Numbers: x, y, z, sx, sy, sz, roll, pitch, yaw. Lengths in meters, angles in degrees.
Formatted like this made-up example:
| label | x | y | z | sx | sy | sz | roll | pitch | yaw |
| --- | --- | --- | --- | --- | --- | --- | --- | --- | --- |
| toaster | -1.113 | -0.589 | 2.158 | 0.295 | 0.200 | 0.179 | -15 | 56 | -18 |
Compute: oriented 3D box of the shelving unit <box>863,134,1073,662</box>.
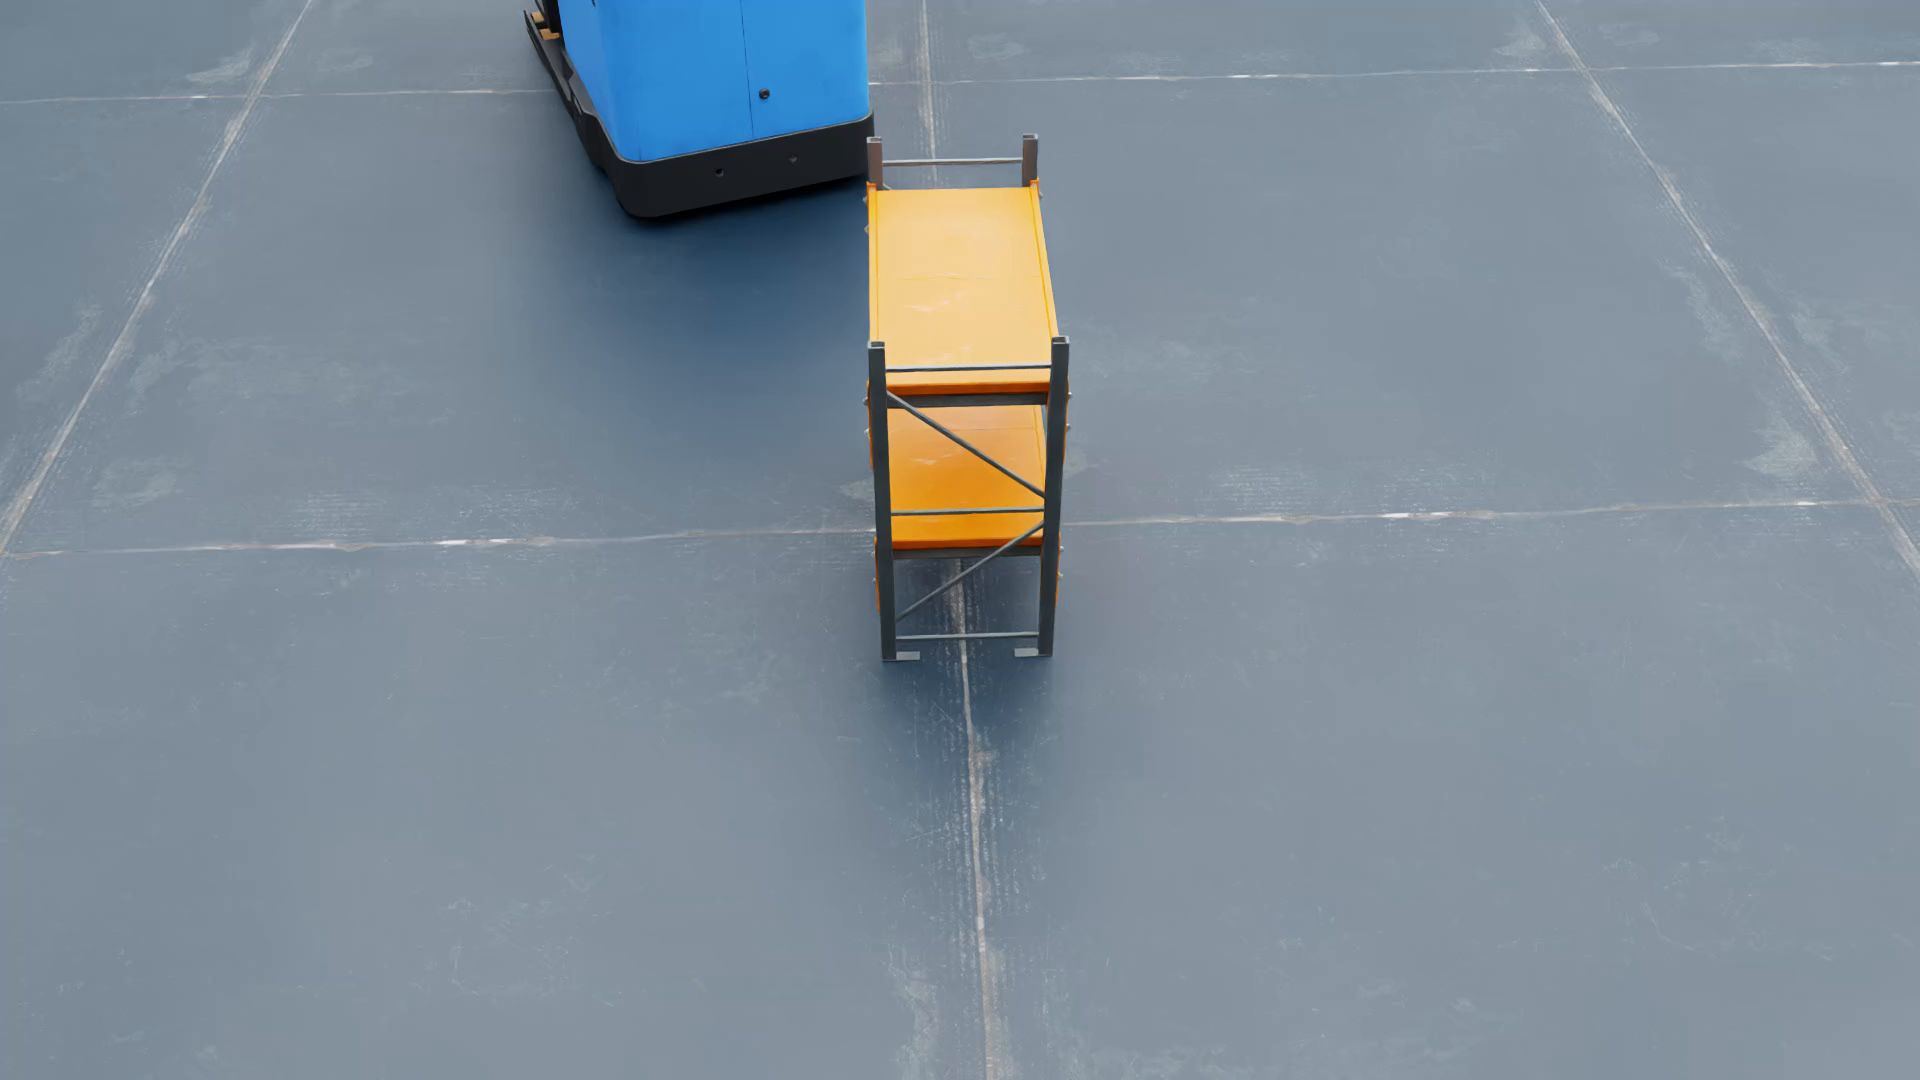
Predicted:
| label | x | y | z | sx | sy | sz | roll | pitch | yaw |
| --- | --- | --- | --- | --- | --- | --- | --- | --- | --- |
| shelving unit | 0.000 | -0.419 | 4.875 | 0.538 | 1.125 | 1.048 | -2 | 43 | -2 |

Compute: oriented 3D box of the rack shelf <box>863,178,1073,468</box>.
| label | x | y | z | sx | sy | sz | roll | pitch | yaw |
| --- | --- | --- | --- | --- | --- | --- | --- | --- | --- |
| rack shelf | 0.000 | -0.635 | 4.677 | 0.538 | 0.278 | 1.000 | -2 | 43 | -2 |

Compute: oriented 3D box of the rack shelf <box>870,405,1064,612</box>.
| label | x | y | z | sx | sy | sz | roll | pitch | yaw |
| --- | --- | --- | --- | --- | --- | --- | --- | --- | --- |
| rack shelf | 0.000 | -0.239 | 5.040 | 0.538 | 0.278 | 1.000 | -2 | 43 | -2 |

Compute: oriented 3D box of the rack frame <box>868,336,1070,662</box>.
| label | x | y | z | sx | sy | sz | roll | pitch | yaw |
| --- | --- | --- | --- | --- | --- | --- | --- | --- | --- |
| rack frame | 0.021 | -0.076 | 4.500 | 0.500 | 1.125 | 0.032 | -2 | 43 | -2 |

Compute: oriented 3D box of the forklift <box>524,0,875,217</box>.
| label | x | y | z | sx | sy | sz | roll | pitch | yaw |
| --- | --- | --- | --- | --- | --- | --- | --- | --- | --- |
| forklift | -1.374 | -3.351 | 6.737 | 1.130 | 2.935 | 3.031 | -15 | 45 | -16 |

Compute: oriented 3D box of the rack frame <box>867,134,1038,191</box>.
| label | x | y | z | sx | sy | sz | roll | pitch | yaw |
| --- | --- | --- | --- | --- | --- | --- | --- | --- | --- |
| rack frame | -0.022 | -0.762 | 5.249 | 0.500 | 1.125 | 0.032 | -2 | 43 | -2 |
